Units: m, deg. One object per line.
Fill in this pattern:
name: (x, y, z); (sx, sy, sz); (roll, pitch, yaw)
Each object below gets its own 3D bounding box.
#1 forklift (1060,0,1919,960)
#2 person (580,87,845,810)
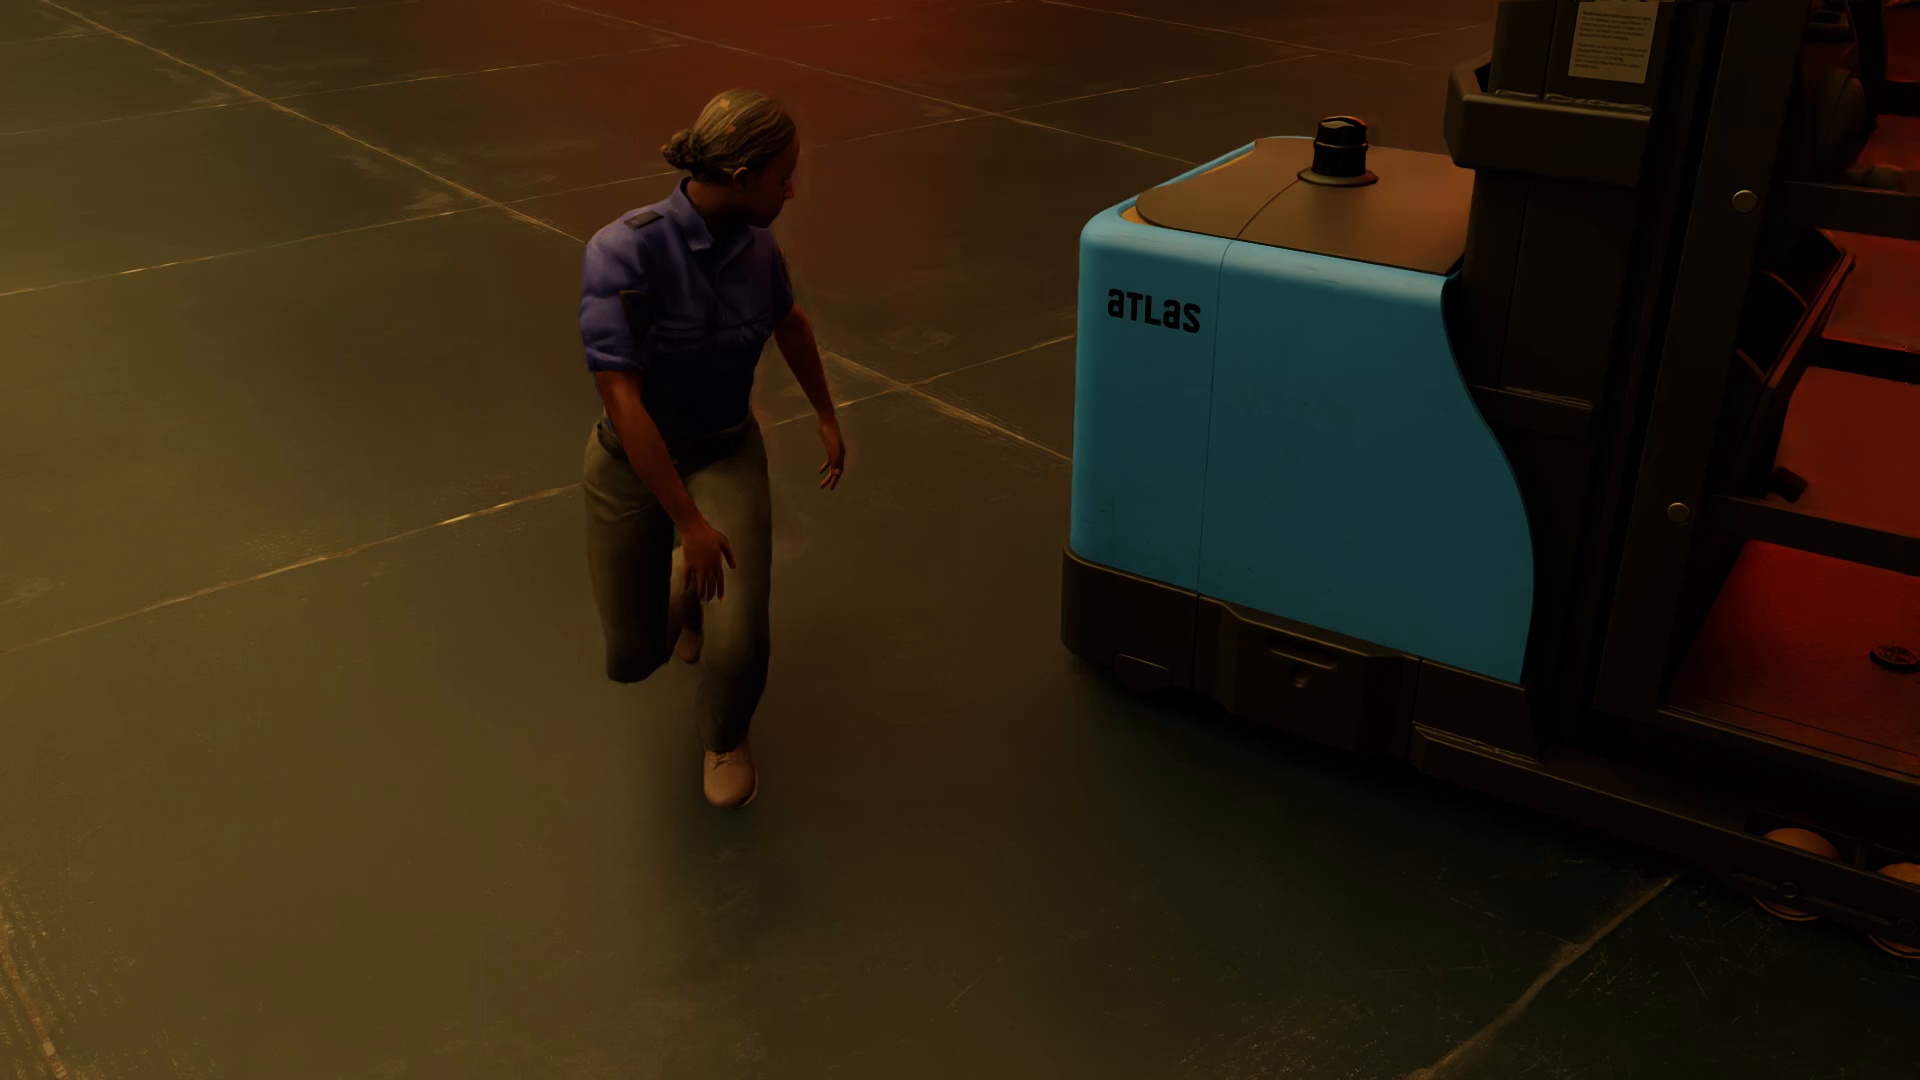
forklift: (1.747, -0.831, 2.878); (3.031, 2.935, 1.130); (16, 31, 29)
person: (-0.478, -0.189, 3.331); (0.583, 1.430, 0.779); (-10, 28, -18)
